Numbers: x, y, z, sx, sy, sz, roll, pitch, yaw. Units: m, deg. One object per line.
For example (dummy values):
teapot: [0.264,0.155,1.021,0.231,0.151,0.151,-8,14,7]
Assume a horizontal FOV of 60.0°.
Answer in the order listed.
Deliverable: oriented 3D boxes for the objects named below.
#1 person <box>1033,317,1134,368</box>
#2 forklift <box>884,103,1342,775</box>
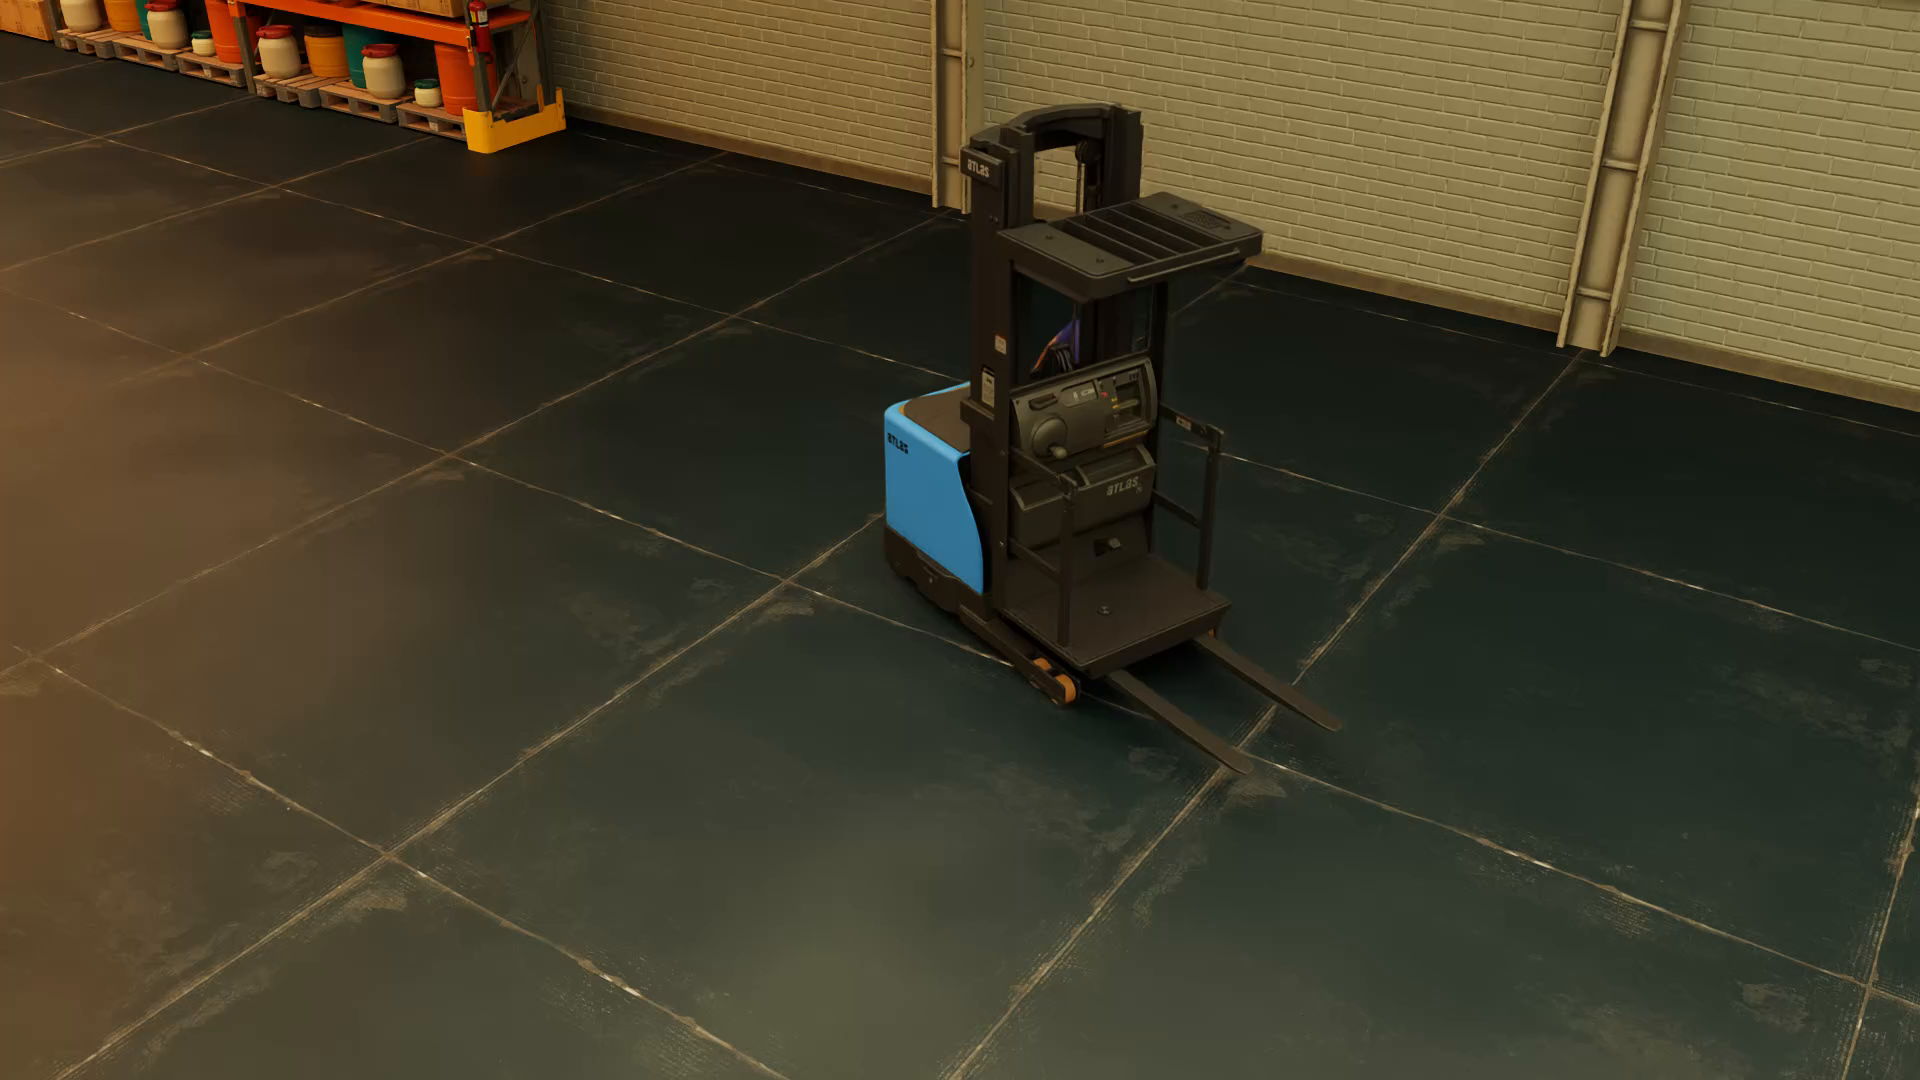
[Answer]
person: [0.708,-0.744,10.228,0.620,1.581,0.883,-23,37,-34]
forklift: [0.796,-0.652,8.704,1.130,2.935,3.031,-19,35,-30]
